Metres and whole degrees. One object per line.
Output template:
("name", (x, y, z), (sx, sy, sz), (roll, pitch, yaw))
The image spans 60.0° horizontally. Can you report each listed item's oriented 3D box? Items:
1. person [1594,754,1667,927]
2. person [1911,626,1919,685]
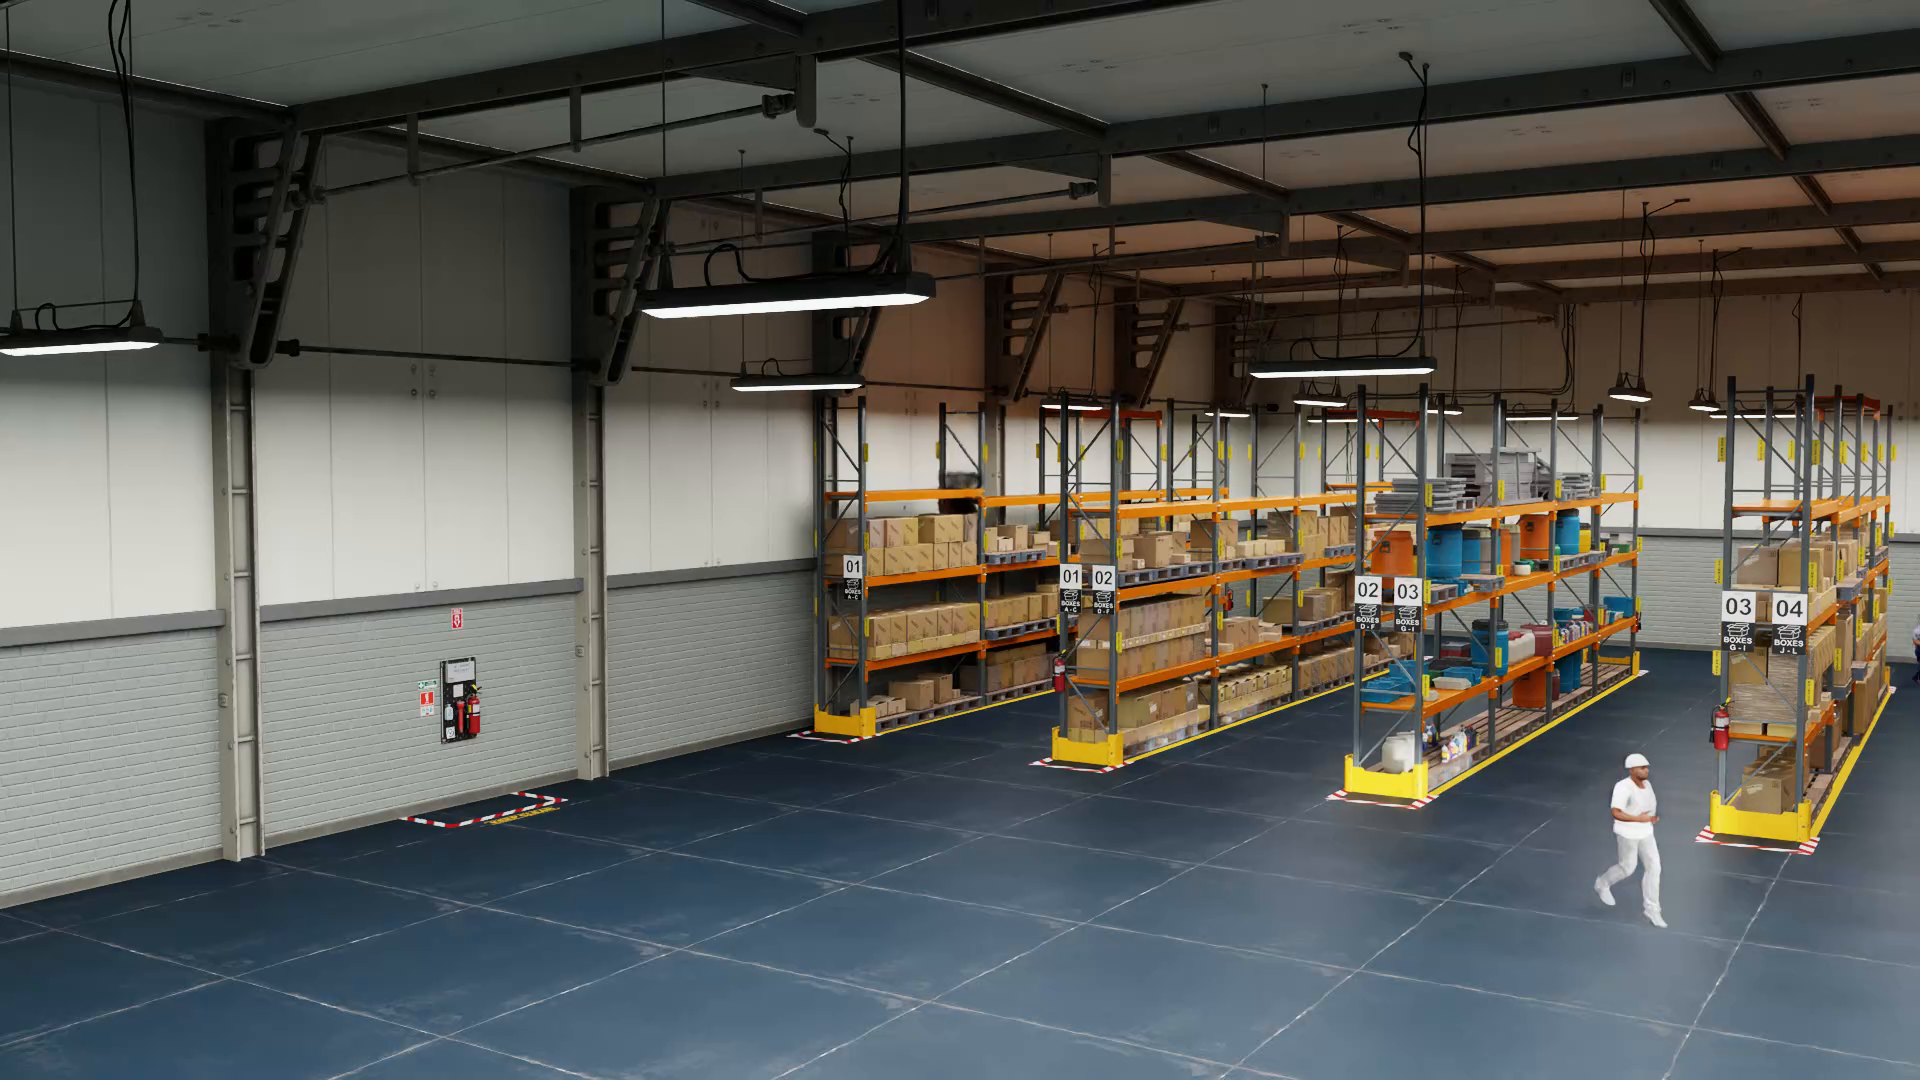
("person", (7.218, 3.196, 17.880), (0.729, 1.828, 0.905), (-2, 3, -31))
("person", (20.417, 2.380, 35.267), (0.644, 1.607, 0.763), (-1, 3, -24))
